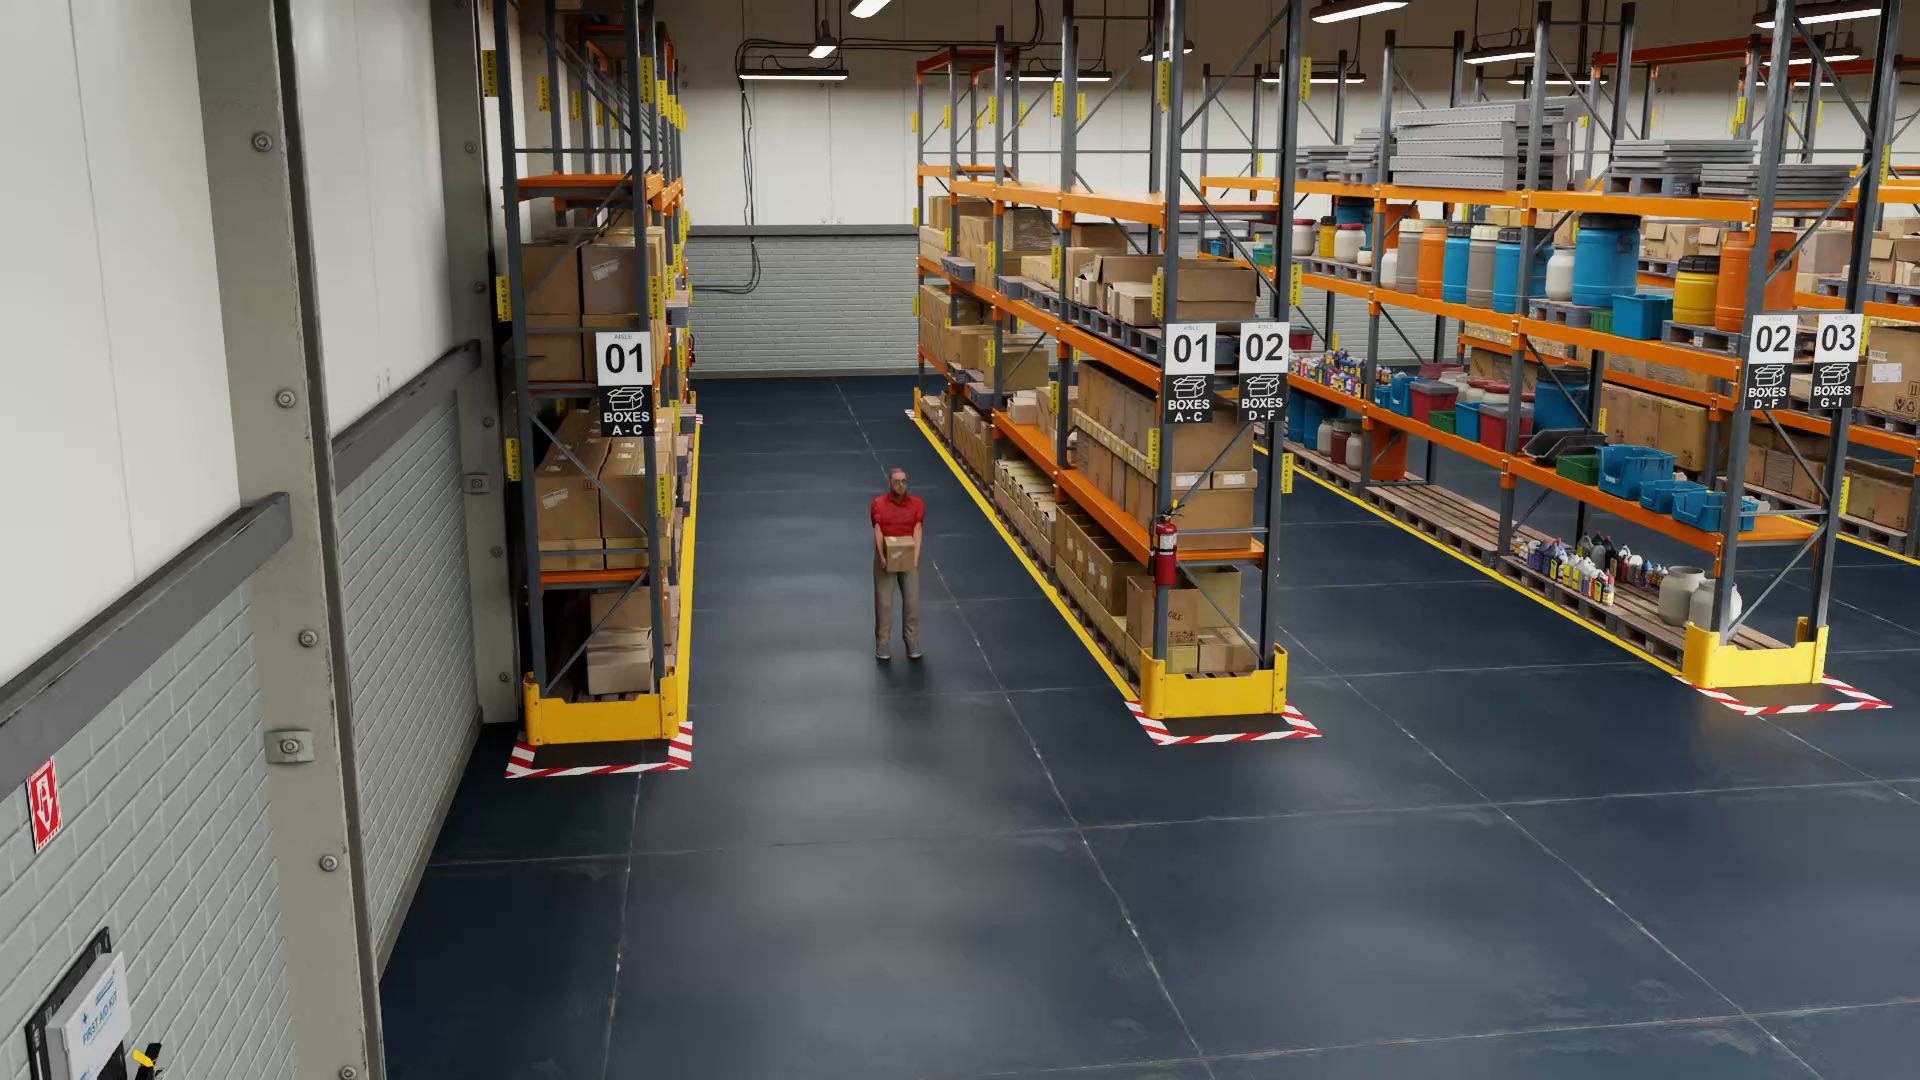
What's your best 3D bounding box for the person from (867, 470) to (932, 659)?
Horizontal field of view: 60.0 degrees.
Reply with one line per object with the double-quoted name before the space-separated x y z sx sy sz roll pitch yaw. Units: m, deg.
"person" -0.555 0.202 15.141 0.606 1.727 0.395 -3 13 -11
